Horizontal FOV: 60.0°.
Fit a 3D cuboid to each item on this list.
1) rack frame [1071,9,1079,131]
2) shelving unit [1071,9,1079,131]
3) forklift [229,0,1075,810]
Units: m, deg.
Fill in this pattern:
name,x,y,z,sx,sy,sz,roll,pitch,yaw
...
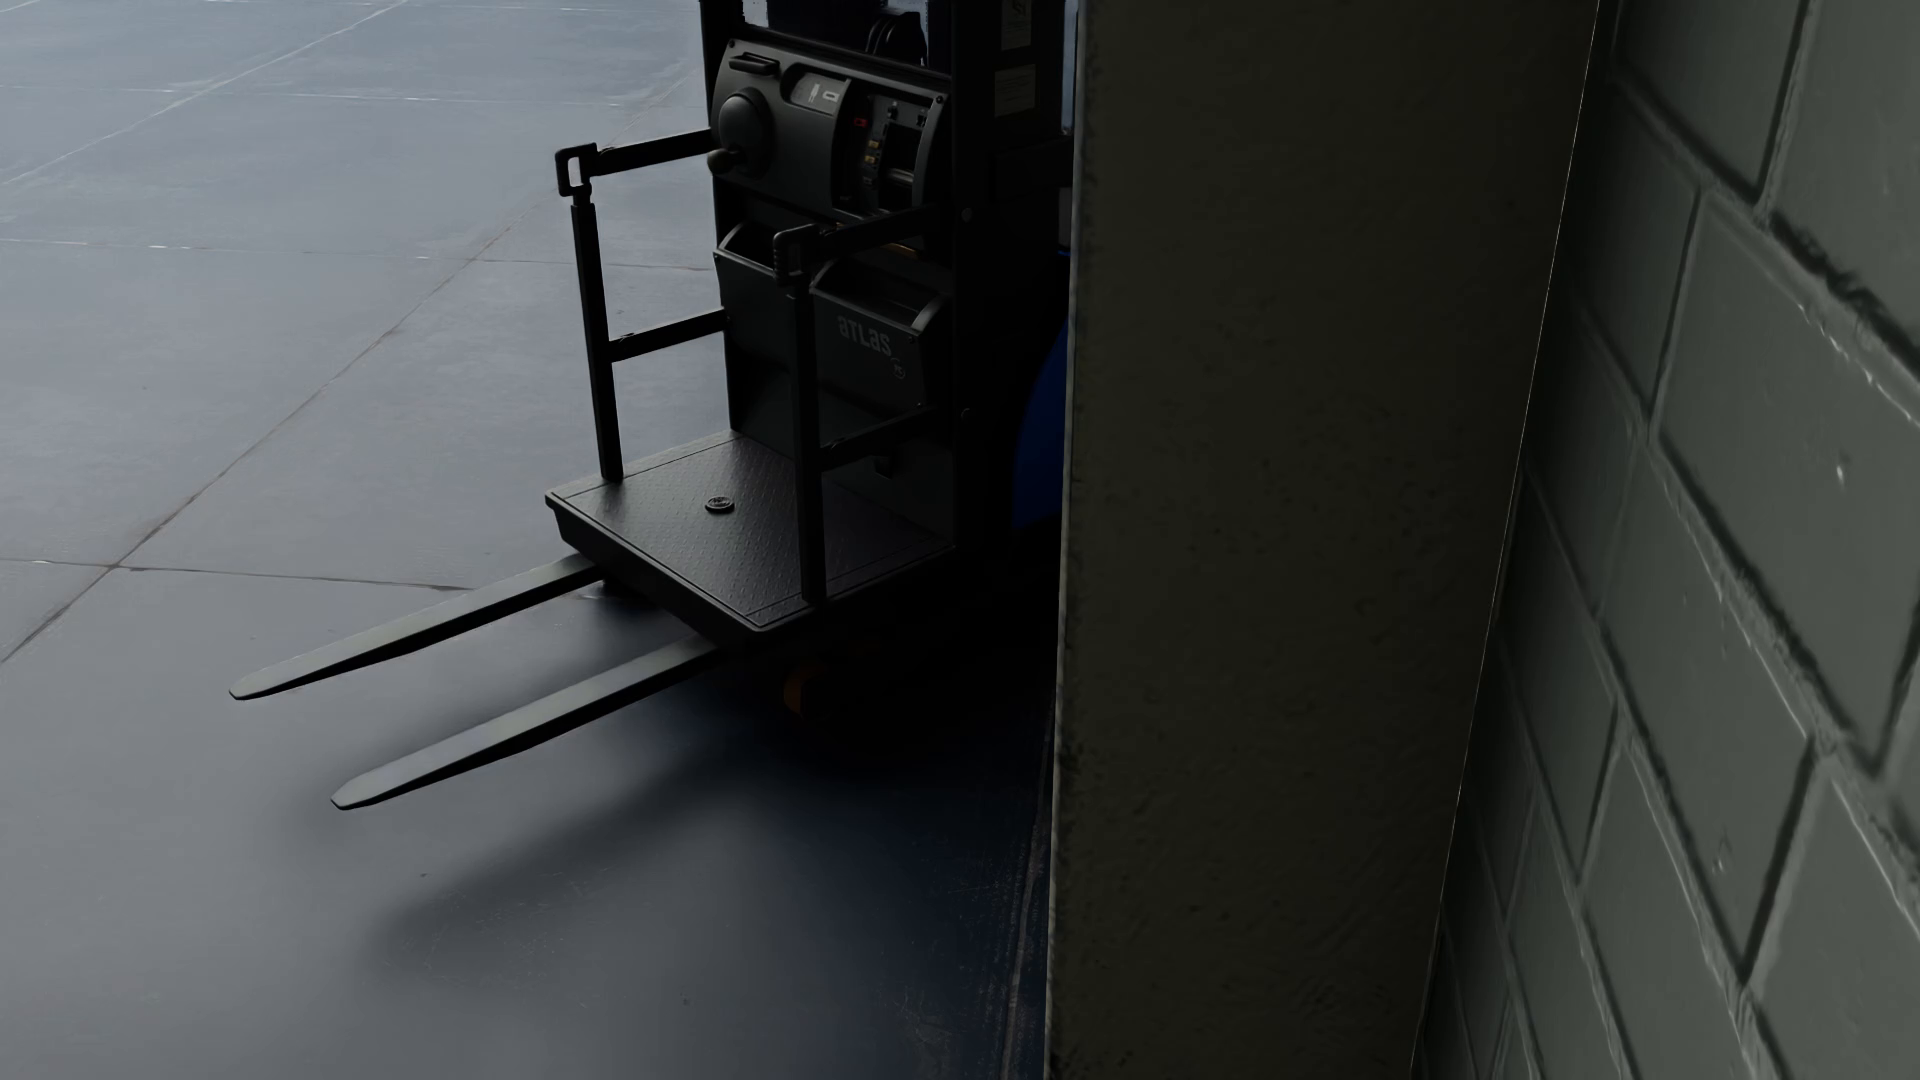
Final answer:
name,x,y,z,sx,sy,sz,roll,pitch,yaw
rack frame,0.624,-1.073,5.817,0.500,1.500,0.032,4,29,5
shelving unit,0.683,-1.319,6.269,0.587,1.500,1.083,4,29,5
forklift,-0.521,-1.078,4.326,3.031,2.935,1.130,-23,36,-36
